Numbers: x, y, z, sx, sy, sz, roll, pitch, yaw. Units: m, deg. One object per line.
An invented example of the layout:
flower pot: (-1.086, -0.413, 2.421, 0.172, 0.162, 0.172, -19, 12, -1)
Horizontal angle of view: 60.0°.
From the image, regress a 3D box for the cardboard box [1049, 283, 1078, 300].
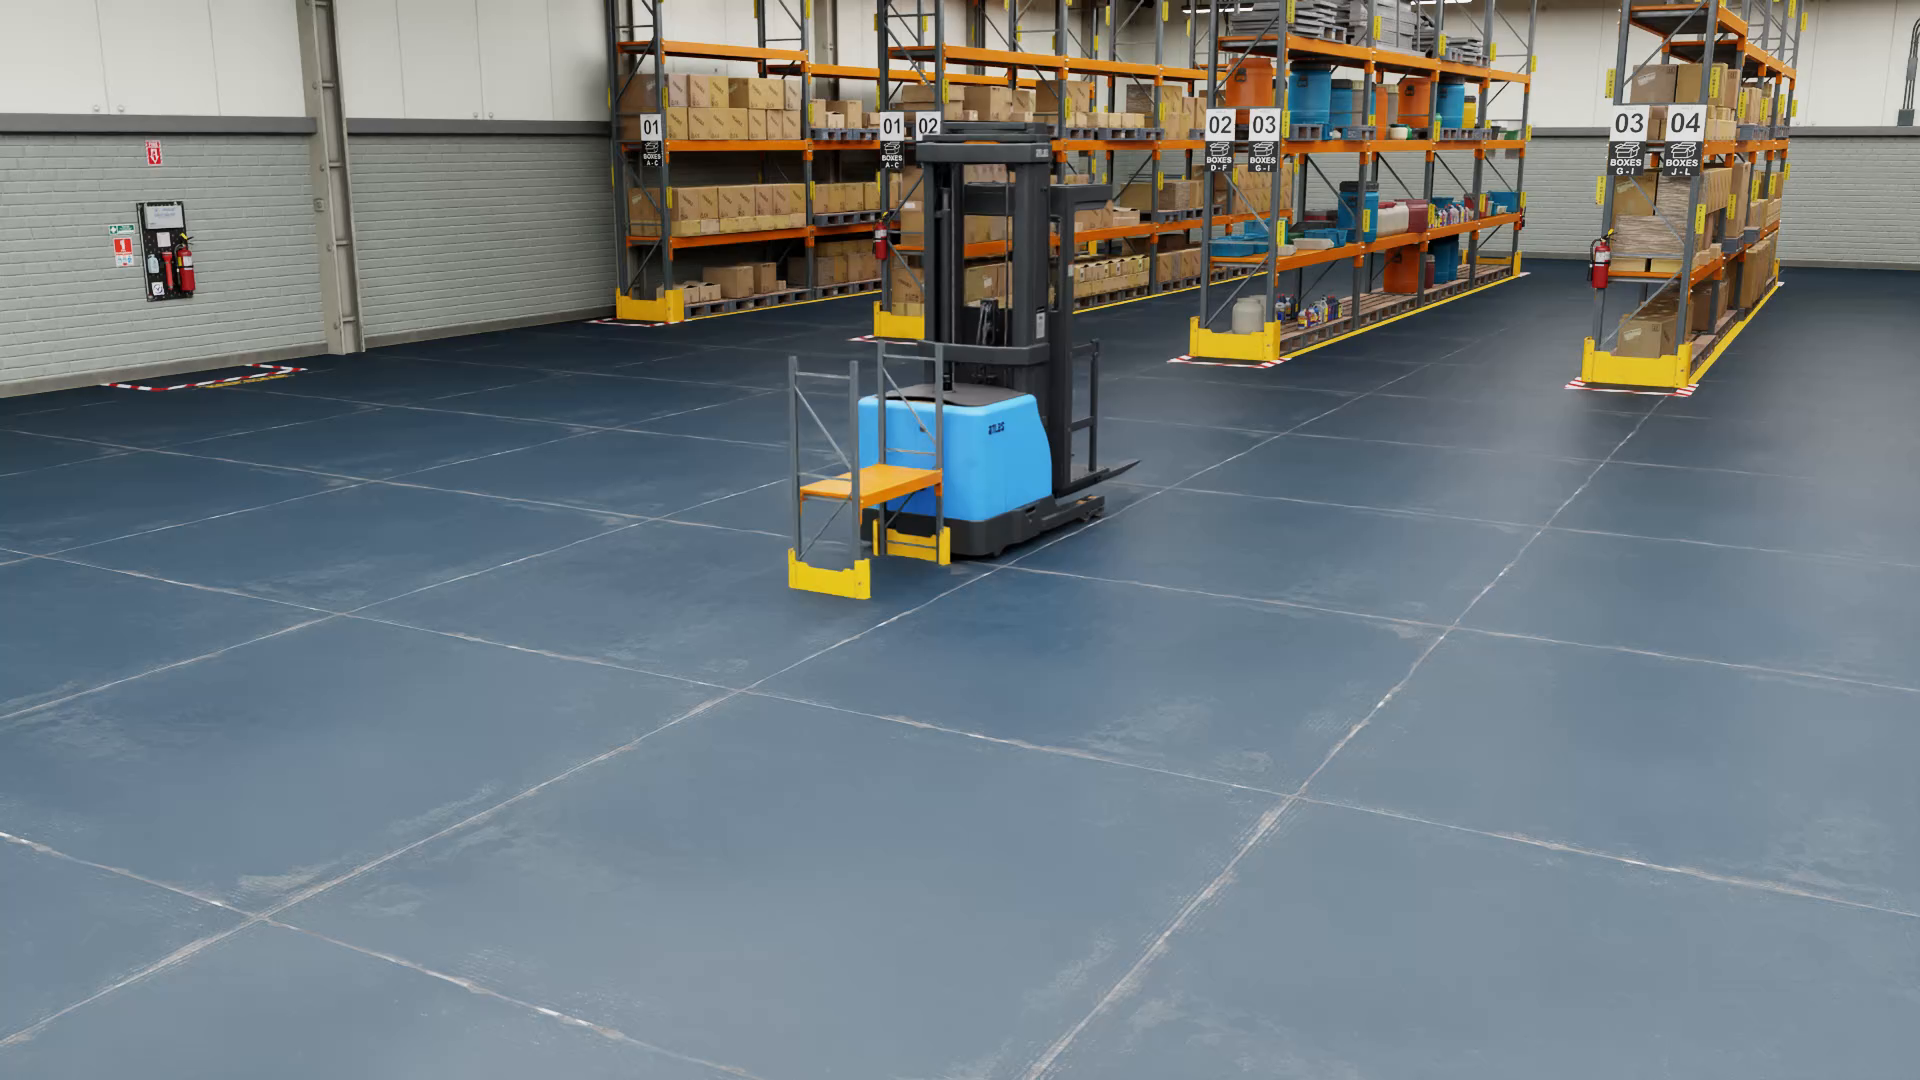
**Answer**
cardboard box: (1.661, -4.178, 27.933, 0.500, 0.250, 0.500, 7, 15, 27)

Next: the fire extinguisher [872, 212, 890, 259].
fire extinguisher: (-1.148, -4.426, 24.156, 0.296, 0.674, 0.183, 7, 15, 28)

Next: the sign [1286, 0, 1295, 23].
sign: (4.129, -6.625, 20.757, 0.100, 0.325, 0.005, 7, 15, 28)

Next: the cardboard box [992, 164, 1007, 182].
cardboard box: (0.312, -5.534, 25.607, 0.700, 0.500, 0.500, 7, 15, 28)

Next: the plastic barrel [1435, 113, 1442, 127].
plastic barrel: (8.231, -7.292, 28.917, 0.294, 0.245, 0.294, 0, 14, 0)

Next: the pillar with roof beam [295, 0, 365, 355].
pillar with roof beam: (-4.573, -6.435, 19.524, 9.100, 9.000, 0.400, 7, 15, 28)

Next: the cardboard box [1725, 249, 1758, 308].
cardboard box: (12.205, -4.264, 26.956, 1.225, 0.875, 0.875, 7, 15, 25)

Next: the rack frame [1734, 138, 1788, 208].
rack frame: (15.720, -6.594, 32.986, 1.000, 3.000, 0.127, 7, 15, 28)

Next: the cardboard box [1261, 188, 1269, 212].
cardboard box: (6.335, -7.331, 35.831, 0.500, 0.500, 0.500, 7, 15, 27)

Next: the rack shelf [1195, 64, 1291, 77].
rack shelf: (6.083, -9.872, 35.325, 1.077, 0.370, 4.000, 7, 15, 28)

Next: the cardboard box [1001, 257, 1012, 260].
cardboard box: (0.964, -4.266, 26.701, 0.500, 0.500, 0.500, 7, 15, 28)

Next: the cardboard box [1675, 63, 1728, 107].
cardboard box: (8.940, -5.480, 20.050, 0.500, 0.500, 0.500, 7, 15, 28)

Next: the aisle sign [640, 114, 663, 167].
aisle sign: (-4.795, -6.210, 25.847, 0.394, 0.787, 0.004, 7, 15, 28)

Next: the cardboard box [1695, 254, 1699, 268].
cardboard box: (8.833, -3.424, 20.372, 0.380, 0.149, 0.250, 7, 15, 28)

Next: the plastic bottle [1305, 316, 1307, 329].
plastic bottle: (4.849, -3.084, 23.459, 0.097, 0.201, 0.097, 0, 14, 0)

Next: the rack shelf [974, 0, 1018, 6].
rack shelf: (-0.188, -11.229, 33.856, 1.077, 0.370, 4.000, 7, 15, 28)

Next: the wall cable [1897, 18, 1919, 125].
wall cable: (21.471, -11.844, 35.099, 2.277, 5.999, 0.120, 7, 15, 28)

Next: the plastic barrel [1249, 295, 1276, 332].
plastic barrel: (4.143, -3.114, 22.963, 0.421, 0.512, 0.421, 0, 14, 0)

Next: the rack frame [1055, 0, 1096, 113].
rack frame: (2.712, -11.194, 39.267, 1.000, 3.000, 0.127, 7, 15, 28)

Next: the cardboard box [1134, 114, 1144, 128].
cardboard box: (3.013, -7.566, 30.041, 0.500, 0.250, 0.500, 6, 15, 24)

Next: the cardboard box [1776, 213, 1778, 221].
cardboard box: (15.468, -6.206, 31.910, 0.380, 0.149, 0.250, 8, 16, 29)

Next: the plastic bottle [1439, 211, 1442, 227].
plastic bottle: (8.536, -5.714, 29.610, 0.097, 0.271, 0.097, 0, 14, 0)

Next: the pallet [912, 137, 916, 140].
pallet: (-0.890, -8.141, 33.405, 1.213, 0.211, 1.003, 8, 16, 31)

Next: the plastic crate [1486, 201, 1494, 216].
plastic crate: (10.350, -6.599, 33.130, 0.437, 0.282, 0.530, 7, 15, 28)

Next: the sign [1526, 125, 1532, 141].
sign: (11.874, -8.504, 34.730, 0.100, 0.325, 0.005, 7, 15, 28)

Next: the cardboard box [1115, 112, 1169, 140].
cardboard box: (3.364, -7.676, 30.861, 0.910, 0.500, 0.500, 7, 15, 28)

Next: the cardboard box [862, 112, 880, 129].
cardboard box: (-1.863, -7.899, 31.736, 0.797, 0.503, 0.637, 10, 17, 36)

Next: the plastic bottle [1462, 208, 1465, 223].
plastic bottle: (9.367, -6.082, 31.126, 0.152, 0.276, 0.135, 7, 15, 28)

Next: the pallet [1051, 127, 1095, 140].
pallet: (1.664, -6.803, 27.861, 0.805, 0.209, 1.217, 7, 15, 26)

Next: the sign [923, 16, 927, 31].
sign: (-0.676, -9.986, 32.093, 0.100, 0.325, 0.005, 7, 15, 28)

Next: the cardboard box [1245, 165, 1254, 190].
cardboard box: (5.840, -7.602, 34.820, 0.500, 0.500, 0.500, 7, 15, 26)

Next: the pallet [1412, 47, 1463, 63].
pallet: (7.893, -8.289, 28.471, 1.213, 0.211, 1.003, 7, 15, 28)

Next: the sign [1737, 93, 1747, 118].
sign: (10.398, -5.782, 22.114, 0.100, 0.325, 0.005, 7, 15, 28)

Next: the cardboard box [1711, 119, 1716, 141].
cardboard box: (8.689, -4.873, 19.767, 0.500, 0.250, 0.500, 7, 15, 27)

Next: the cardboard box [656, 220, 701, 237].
cardboard box: (-4.509, -4.996, 26.635, 0.500, 0.250, 0.500, 7, 15, 26)

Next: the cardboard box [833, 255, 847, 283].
cardboard box: (-2.542, -5.079, 31.097, 0.700, 0.500, 0.500, 7, 15, 27)

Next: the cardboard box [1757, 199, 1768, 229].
cardboard box: (13.800, -5.695, 29.044, 0.500, 0.500, 0.500, 7, 15, 28)

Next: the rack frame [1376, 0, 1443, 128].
rack frame: (7.517, -8.431, 27.803, 1.000, 3.000, 0.127, 7, 15, 28)

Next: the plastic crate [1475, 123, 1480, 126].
plastic crate: (10.405, -8.301, 33.799, 0.504, 0.338, 0.767, 7, 15, 28)

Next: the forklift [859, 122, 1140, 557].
forklift: (0.452, -1.607, 12.444, 1.130, 2.935, 3.031, 8, 16, 29)

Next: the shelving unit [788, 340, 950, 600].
shelving unit: (-0.587, -0.495, 10.885, 0.587, 1.500, 1.083, 8, 16, 29)

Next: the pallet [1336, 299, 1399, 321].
pallet: (6.518, -3.755, 27.158, 1.003, 0.211, 1.213, 7, 15, 28)

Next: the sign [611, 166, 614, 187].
sign: (-5.499, -5.779, 26.459, 0.100, 0.325, 0.005, 7, 15, 28)

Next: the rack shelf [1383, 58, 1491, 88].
rack shelf: (8.484, -8.297, 29.636, 1.077, 0.370, 4.000, 7, 15, 28)

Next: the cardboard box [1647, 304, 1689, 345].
cardboard box: (9.189, -2.789, 21.640, 0.500, 0.500, 0.500, 6, 15, 23)

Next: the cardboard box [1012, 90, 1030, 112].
cardboard box: (0.775, -6.961, 26.699, 0.500, 0.500, 0.500, 9, 16, 33)

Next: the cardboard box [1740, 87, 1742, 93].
cardboard box: (10.233, -5.930, 22.715, 0.797, 0.503, 0.637, 7, 15, 25)

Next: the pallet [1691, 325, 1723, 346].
pallet: (10.294, -2.937, 23.764, 1.003, 0.211, 1.213, 7, 15, 28)

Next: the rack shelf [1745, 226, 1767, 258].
rack shelf: (12.820, -5.014, 27.965, 1.077, 0.370, 4.000, 7, 15, 28)

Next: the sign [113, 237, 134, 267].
sign: (-9.928, -3.419, 19.739, 0.001, 0.329, 0.234, 7, 15, 28)

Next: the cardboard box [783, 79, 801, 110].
cardboard box: (-3.094, -7.685, 28.721, 0.500, 0.500, 0.500, 6, 15, 23)

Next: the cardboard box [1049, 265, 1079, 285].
cardboard box: (1.667, -4.452, 27.875, 0.500, 0.311, 0.500, 7, 15, 28)

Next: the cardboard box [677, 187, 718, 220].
cardboard box: (-4.281, -5.461, 26.962, 0.500, 0.500, 0.500, 7, 15, 28)

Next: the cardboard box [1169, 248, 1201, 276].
cardboard box: (4.396, -5.454, 32.651, 0.500, 0.500, 0.500, 7, 15, 26)

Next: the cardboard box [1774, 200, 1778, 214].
cardboard box: (15.227, -6.328, 31.567, 0.500, 0.250, 0.500, 7, 15, 26)
